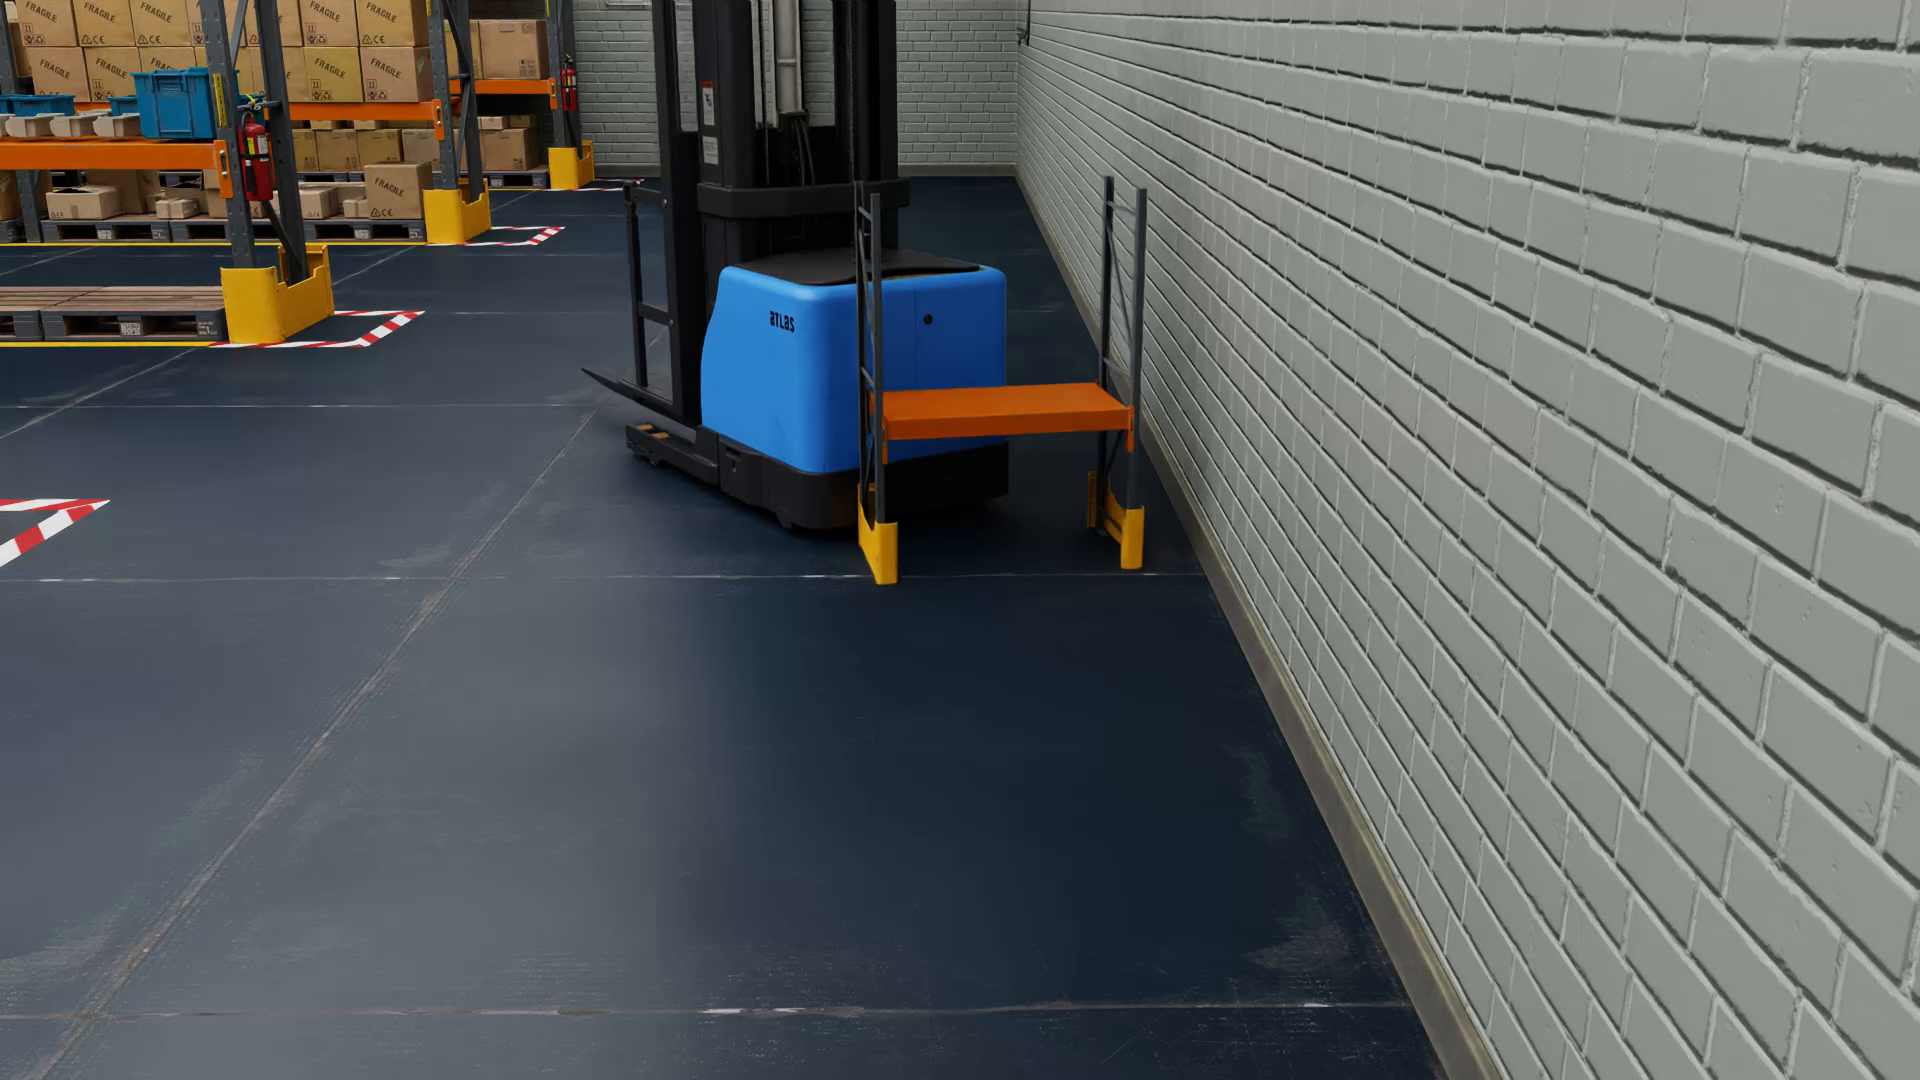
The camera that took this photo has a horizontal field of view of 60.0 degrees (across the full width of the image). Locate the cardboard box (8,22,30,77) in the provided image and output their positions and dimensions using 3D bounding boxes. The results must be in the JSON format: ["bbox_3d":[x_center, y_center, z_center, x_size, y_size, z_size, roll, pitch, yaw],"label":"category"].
[{"bbox_3d":[-9.329,-4.725,16.017,0.500,0.500,0.700,-6,19,-19],"label":"cardboard box"}]

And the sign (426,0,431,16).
[{"bbox_3d":[-4.863,-4.963,15.196,0.005,0.325,0.100,0,18,-1],"label":"sign"}]

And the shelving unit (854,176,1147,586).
[{"bbox_3d":[0.154,-0.655,6.633,1.083,1.500,0.587,-3,18,-10],"label":"shelving unit"}]

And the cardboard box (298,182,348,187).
[{"bbox_3d":[-6.400,-3.411,16.550,0.500,0.250,0.500,0,18,-1],"label":"cardboard box"}]

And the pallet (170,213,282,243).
[{"bbox_3d":[-6.942,-3.094,16.347,1.213,0.211,1.003,0,18,-1],"label":"pallet"}]

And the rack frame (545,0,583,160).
[{"bbox_3d":[-4.934,-5.944,20.667,0.127,3.000,1.000,0,18,-1],"label":"rack frame"}]

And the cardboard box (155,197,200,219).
[{"bbox_3d":[-7.564,-3.215,16.079,0.250,0.166,0.380,0,18,-1],"label":"cardboard box"}]

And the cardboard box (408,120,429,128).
[{"bbox_3d":[-6.778,-5.284,20.951,0.250,0.149,0.380,0,18,0],"label":"cardboard box"}]

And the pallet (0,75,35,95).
[{"bbox_3d":[-9.652,-4.350,16.011,1.213,0.211,1.003,0,18,-1],"label":"pallet"}]

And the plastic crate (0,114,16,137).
[{"bbox_3d":[-6.454,-2.749,11.041,0.250,0.136,0.298,0,18,-1],"label":"plastic crate"}]

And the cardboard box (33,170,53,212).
[{"bbox_3d":[-9.339,-3.503,16.430,0.500,0.500,0.500,-1,18,-3],"label":"cardboard box"}]

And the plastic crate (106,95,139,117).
[{"bbox_3d":[-5.688,-2.963,11.550,0.300,0.233,0.416,0,18,-1],"label":"plastic crate"}]

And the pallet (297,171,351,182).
[{"bbox_3d":[-8.172,-4.577,20.969,1.213,0.211,1.003,0,18,-1],"label":"pallet"}]

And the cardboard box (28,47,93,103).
[{"bbox_3d":[-8.338,-4.379,15.623,0.500,0.500,0.500,0,18,1],"label":"cardboard box"}]

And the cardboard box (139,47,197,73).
[{"bbox_3d":[-7.325,-4.384,15.639,0.500,0.500,0.500,0,18,-1],"label":"cardboard box"}]

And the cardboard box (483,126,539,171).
[{"bbox_3d":[-5.632,-4.920,20.879,0.500,0.500,0.700,0,18,-1],"label":"cardboard box"}]

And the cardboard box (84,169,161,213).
[{"bbox_3d":[-8.286,-3.521,16.483,0.500,0.500,0.500,0,18,-1],"label":"cardboard box"}]

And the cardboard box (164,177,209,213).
[{"bbox_3d":[-7.536,-3.434,16.524,0.500,0.311,0.500,0,18,-1],"label":"cardboard box"}]

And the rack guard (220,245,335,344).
[{"bbox_3d":[-4.754,-1.732,11.629,0.348,0.500,1.175,0,18,-1],"label":"rack guard"}]

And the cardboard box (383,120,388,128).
[{"bbox_3d":[-7.289,-5.281,20.943,0.250,0.149,0.380,0,18,0],"label":"cardboard box"}]

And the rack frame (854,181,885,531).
[{"bbox_3d":[-0.354,-0.625,6.540,0.032,1.500,0.500,-3,18,-10],"label":"rack frame"}]

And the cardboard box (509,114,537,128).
[{"bbox_3d":[-5.510,-5.290,20.972,0.250,0.149,0.380,0,18,0],"label":"cardboard box"}]

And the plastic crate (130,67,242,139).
[{"bbox_3d":[-5.109,-2.905,11.037,0.499,0.435,0.616,0,18,-1],"label":"plastic crate"}]

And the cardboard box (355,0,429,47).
[{"bbox_3d":[-5.293,-4.869,15.514,0.500,0.500,0.500,0,18,-1],"label":"cardboard box"}]

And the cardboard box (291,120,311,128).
[{"bbox_3d":[-8.332,-5.276,20.926,0.250,0.149,0.380,0,18,-1],"label":"cardboard box"}]

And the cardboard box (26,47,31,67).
[{"bbox_3d":[-11.423,-6.030,20.252,0.500,0.500,0.500,0,18,-1],"label":"cardboard box"}]

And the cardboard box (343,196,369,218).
[{"bbox_3d":[-5.798,-3.239,16.153,0.250,0.166,0.380,0,18,-1],"label":"cardboard box"}]

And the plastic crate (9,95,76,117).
[{"bbox_3d":[-6.346,-2.960,11.541,0.300,0.233,0.416,0,18,-1],"label":"plastic crate"}]

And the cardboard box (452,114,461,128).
[{"bbox_3d":[-6.267,-5.287,20.960,0.250,0.149,0.380,0,18,0],"label":"cardboard box"}]

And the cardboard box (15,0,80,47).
[{"bbox_3d":[-8.376,-4.852,15.461,0.500,0.500,0.500,0,18,1],"label":"cardboard box"}]

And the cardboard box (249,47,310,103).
[{"bbox_3d":[-6.313,-4.389,15.656,0.500,0.500,0.500,0,18,0],"label":"cardboard box"}]

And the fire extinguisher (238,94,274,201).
[{"bbox_3d":[-4.620,-2.566,10.873,0.183,0.674,0.296,0,18,-1],"label":"fire extinguisher"}]

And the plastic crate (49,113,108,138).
[{"bbox_3d":[-5.880,-2.765,11.090,0.243,0.136,0.396,0,18,-1],"label":"plastic crate"}]

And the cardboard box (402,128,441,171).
[{"bbox_3d":[-6.636,-4.915,20.863,0.500,0.500,0.700,-1,18,-3],"label":"cardboard box"}]

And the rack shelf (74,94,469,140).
[{"bbox_3d":[-6.852,-4.079,16.030,4.000,0.370,1.077,0,18,-1],"label":"rack shelf"}]

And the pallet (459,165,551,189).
[{"bbox_3d":[-5.732,-4.589,21.006,1.213,0.211,1.003,0,18,-1],"label":"pallet"}]

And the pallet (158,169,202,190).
[{"bbox_3d":[-9.704,-4.570,20.949,1.213,0.211,1.003,0,18,-1],"label":"pallet"}]

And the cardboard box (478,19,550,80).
[{"bbox_3d":[-5.444,-6.081,20.604,0.700,0.700,0.980,1,18,2],"label":"cardboard box"}]

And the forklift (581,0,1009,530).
[{"bbox_3d":[-1.017,-1.832,7.960,1.130,2.935,3.031,-11,21,-32],"label":"forklift"}]

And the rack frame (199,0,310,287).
[{"bbox_3d":[-4.778,-2.918,11.234,0.127,3.000,1.000,0,18,-1],"label":"rack frame"}]

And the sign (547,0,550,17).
[{"bbox_3d":[-4.939,-6.442,19.937,0.005,0.325,0.100,0,18,-1],"label":"sign"}]

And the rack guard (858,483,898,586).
[{"bbox_3d":[-0.335,-0.031,6.734,0.087,0.250,0.587,-3,18,-10],"label":"rack guard"}]

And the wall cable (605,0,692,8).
[{"bbox_3d":[-3.669,-6.723,21.431,1.851,1.984,0.084,0,18,-1],"label":"wall cable"}]

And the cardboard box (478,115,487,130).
[{"bbox_3d":[-6.013,-5.171,20.599,0.250,0.149,0.380,0,18,1],"label":"cardboard box"}]

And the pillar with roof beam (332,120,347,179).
[{"bbox_3d":[-8.179,-7.734,16.425,0.400,9.000,9.100,0,18,-1],"label":"pillar with roof beam"}]

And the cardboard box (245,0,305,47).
[{"bbox_3d":[-6.316,-4.862,15.493,0.500,0.500,0.500,0,18,1],"label":"cardboard box"}]

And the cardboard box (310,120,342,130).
[{"bbox_3d":[-7.839,-5.162,20.570,0.250,0.149,0.380,0,18,1],"label":"cardboard box"}]

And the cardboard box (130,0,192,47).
[{"bbox_3d":[-7.346,-4.857,15.477,0.500,0.500,0.500,-1,18,-2],"label":"cardboard box"}]

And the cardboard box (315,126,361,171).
[{"bbox_3d":[-7.682,-4.908,20.842,0.500,0.500,0.700,0,18,-1],"label":"cardboard box"}]

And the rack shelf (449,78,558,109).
[{"bbox_3d":[-6.934,-5.592,20.746,4.000,0.370,1.077,0,18,-1],"label":"rack shelf"}]

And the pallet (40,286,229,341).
[{"bbox_3d":[-5.603,-1.598,11.685,1.213,0.211,1.003,0,18,-1],"label":"pallet"}]

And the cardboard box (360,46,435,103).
[{"bbox_3d":[-5.296,-4.393,15.669,0.500,0.500,0.500,0,18,1],"label":"cardboard box"}]
